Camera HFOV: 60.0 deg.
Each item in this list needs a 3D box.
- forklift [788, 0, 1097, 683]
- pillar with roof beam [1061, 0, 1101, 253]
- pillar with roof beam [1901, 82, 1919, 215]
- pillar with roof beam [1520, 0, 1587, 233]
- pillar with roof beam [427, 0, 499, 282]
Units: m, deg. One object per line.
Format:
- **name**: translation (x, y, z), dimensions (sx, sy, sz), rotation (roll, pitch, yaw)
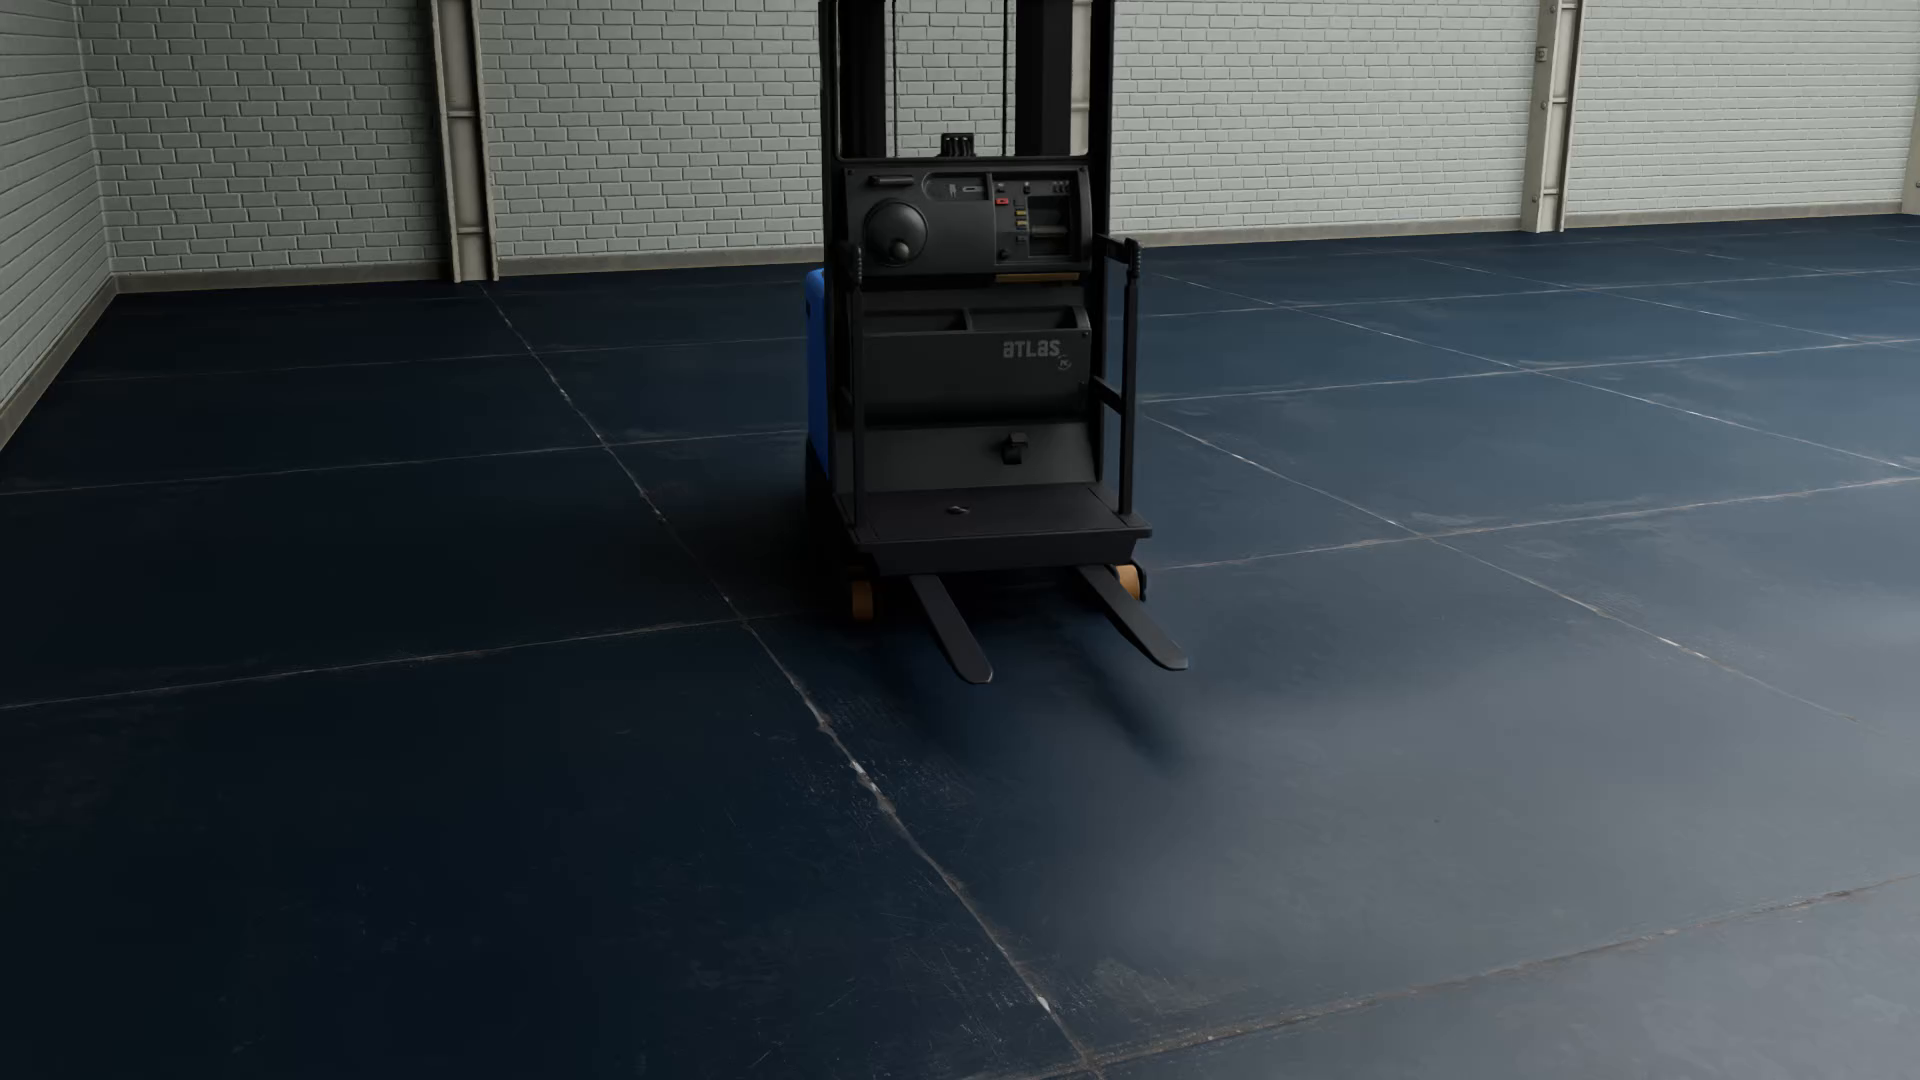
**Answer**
- **forklift**: translation (-0.055, -1.207, 6.005), dimensions (1.130, 2.935, 3.031), rotation (0, 16, 1)
- **pillar with roof beam**: translation (2.700, -6.179, 12.168), dimensions (0.400, 9.000, 9.100), rotation (-6, 17, -20)
- **pillar with roof beam**: translation (13.906, -7.389, 16.288), dimensions (0.400, 9.000, 9.100), rotation (-6, 17, -20)
- **pillar with roof beam**: translation (8.303, -6.784, 14.228), dimensions (0.400, 9.000, 9.100), rotation (-6, 17, -20)
- **pillar with roof beam**: translation (-2.902, -5.574, 10.108), dimensions (0.400, 9.000, 9.100), rotation (-6, 17, -20)
